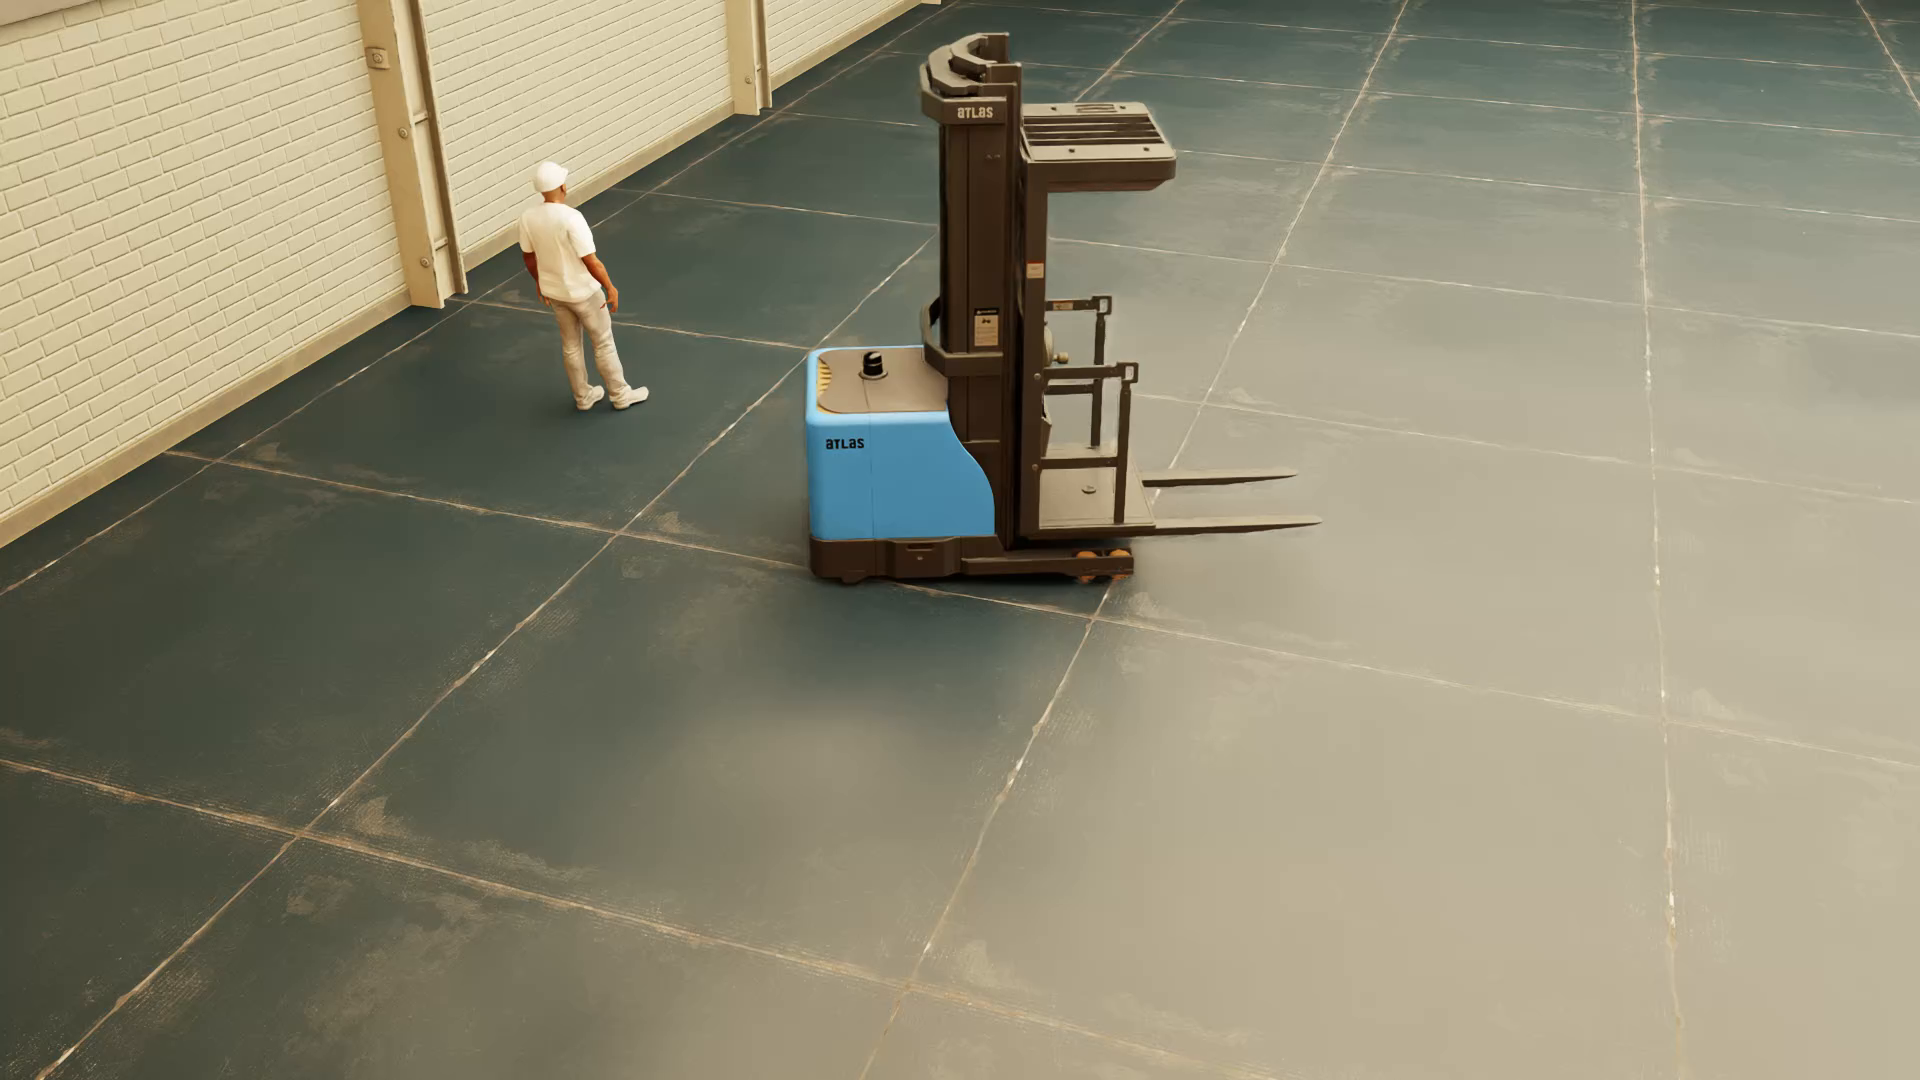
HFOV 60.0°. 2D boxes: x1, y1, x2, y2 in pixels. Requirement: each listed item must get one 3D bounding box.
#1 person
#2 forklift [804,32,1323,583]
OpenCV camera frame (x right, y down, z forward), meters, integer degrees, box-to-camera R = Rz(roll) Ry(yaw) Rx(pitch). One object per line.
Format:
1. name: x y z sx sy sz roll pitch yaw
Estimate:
1. person: -2.596 -1.737 11.348 0.671 1.767 0.578 14 32 22
2. forklift: 0.614 -1.301 9.418 3.031 2.935 1.130 -2 30 -3
